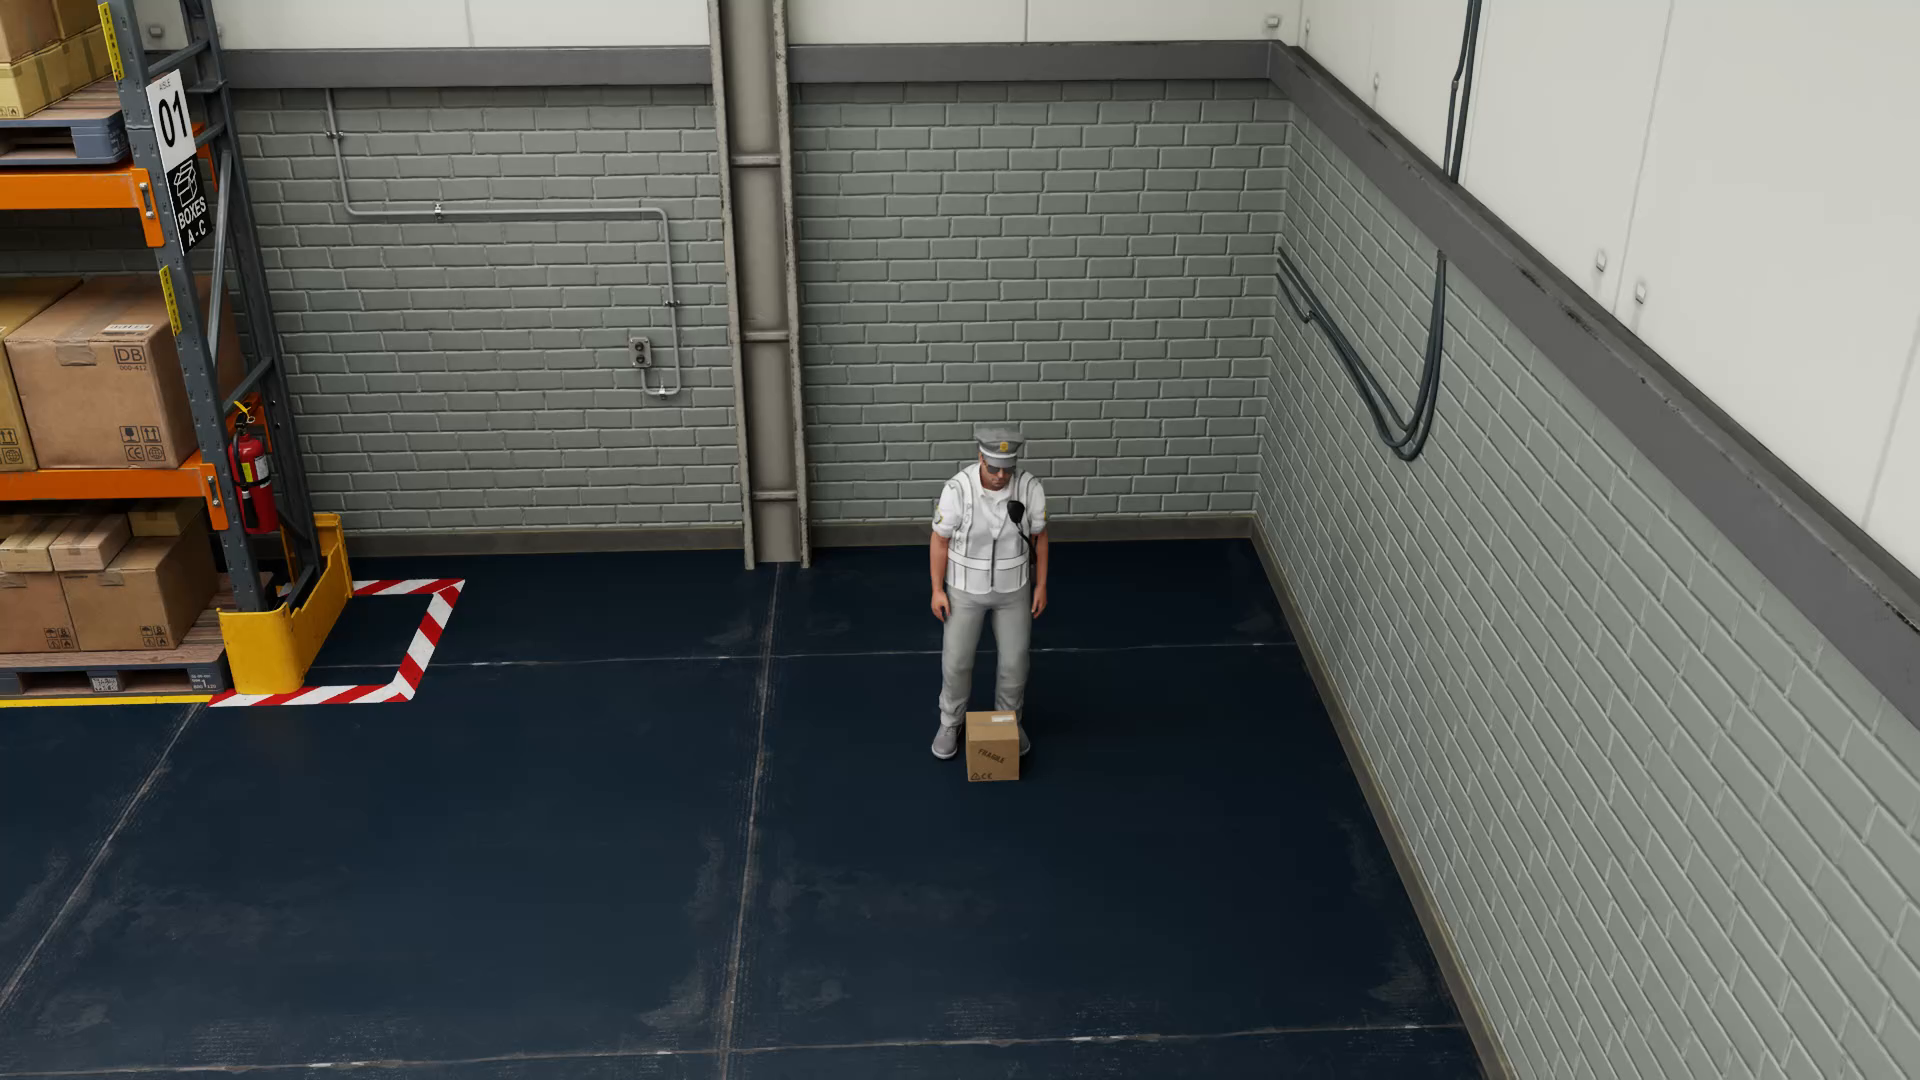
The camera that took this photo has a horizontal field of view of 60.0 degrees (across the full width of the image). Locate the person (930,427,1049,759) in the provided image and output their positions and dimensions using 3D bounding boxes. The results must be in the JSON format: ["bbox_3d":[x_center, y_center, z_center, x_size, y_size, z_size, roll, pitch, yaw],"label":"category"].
[{"bbox_3d":[0.141,0.232,8.164,0.596,1.747,0.444,-3,28,-5],"label":"person"}]
